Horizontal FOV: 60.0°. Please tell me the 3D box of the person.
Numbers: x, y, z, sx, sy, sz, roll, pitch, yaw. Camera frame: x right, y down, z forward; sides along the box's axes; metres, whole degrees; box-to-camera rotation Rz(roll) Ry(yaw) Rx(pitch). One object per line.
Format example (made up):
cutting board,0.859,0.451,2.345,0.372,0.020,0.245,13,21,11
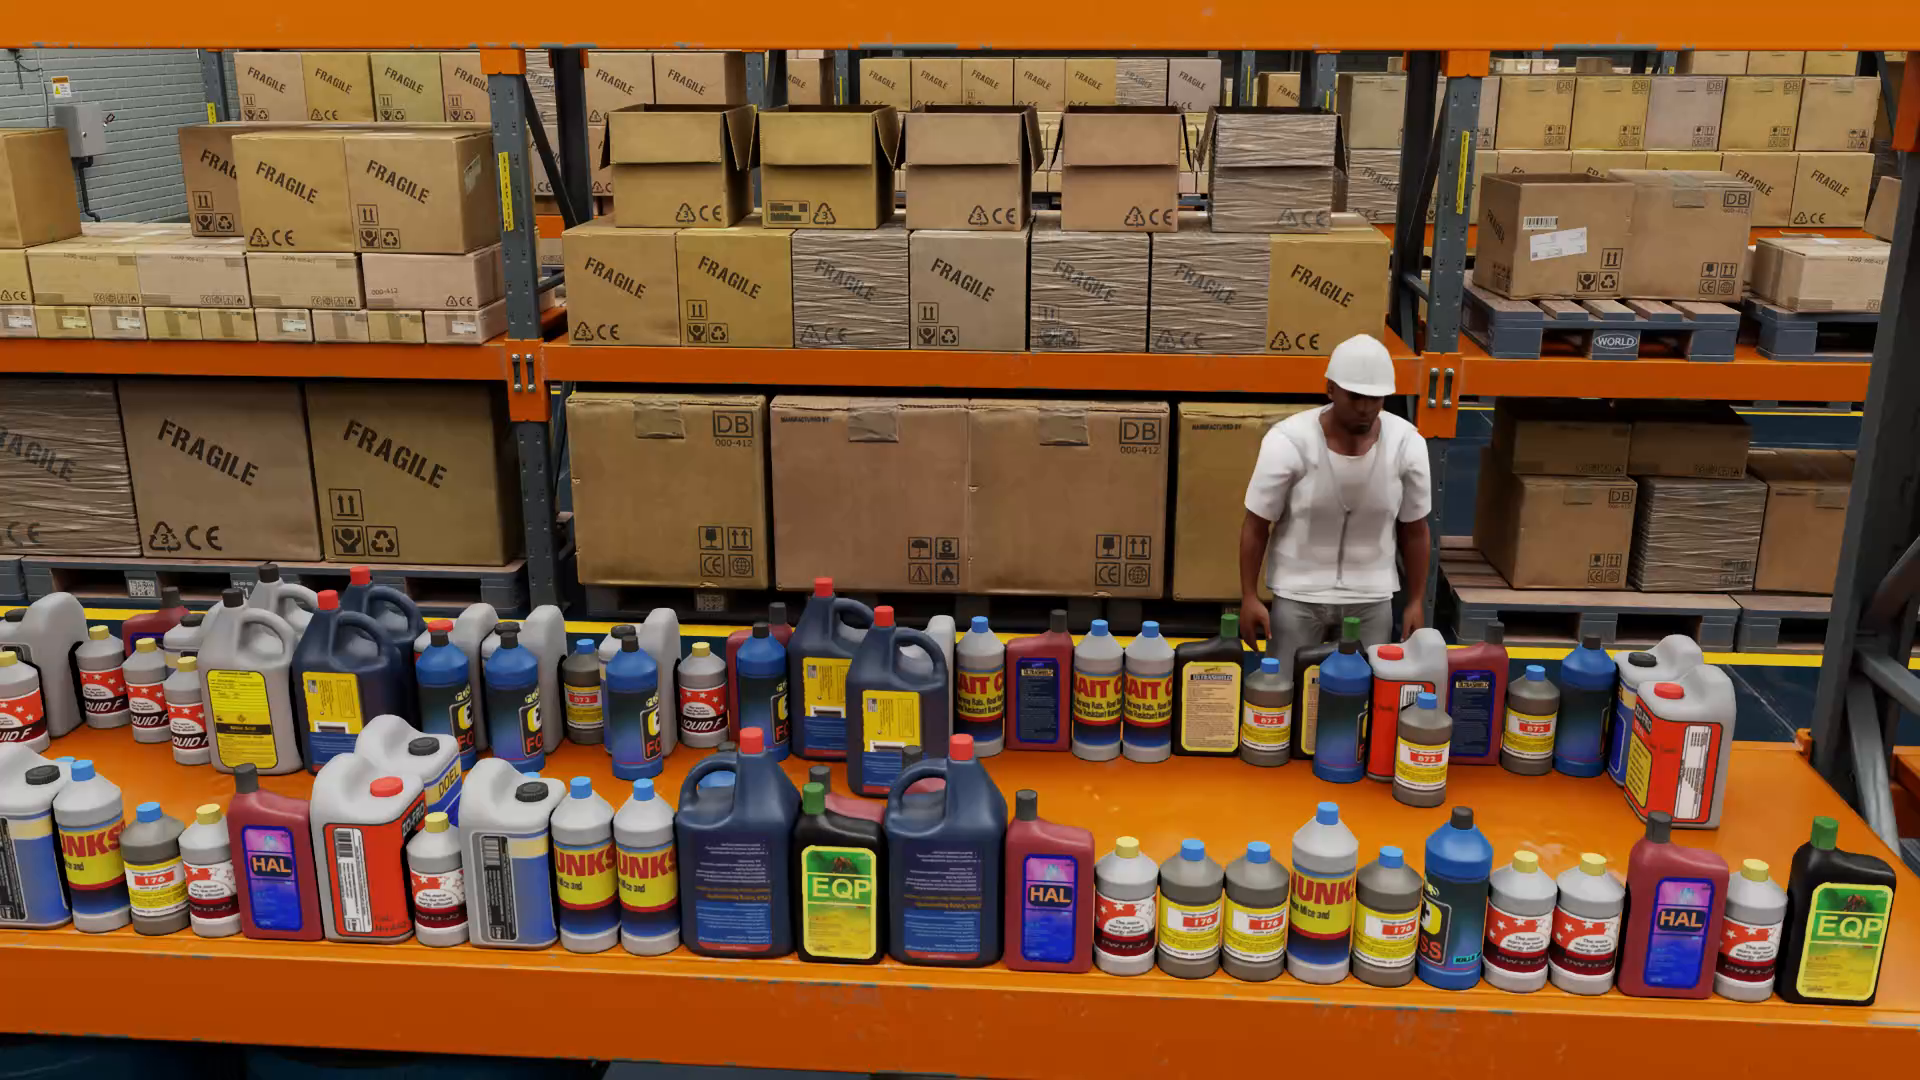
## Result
person,1.211,0.199,5.384,0.624,1.759,0.463,0,17,1
